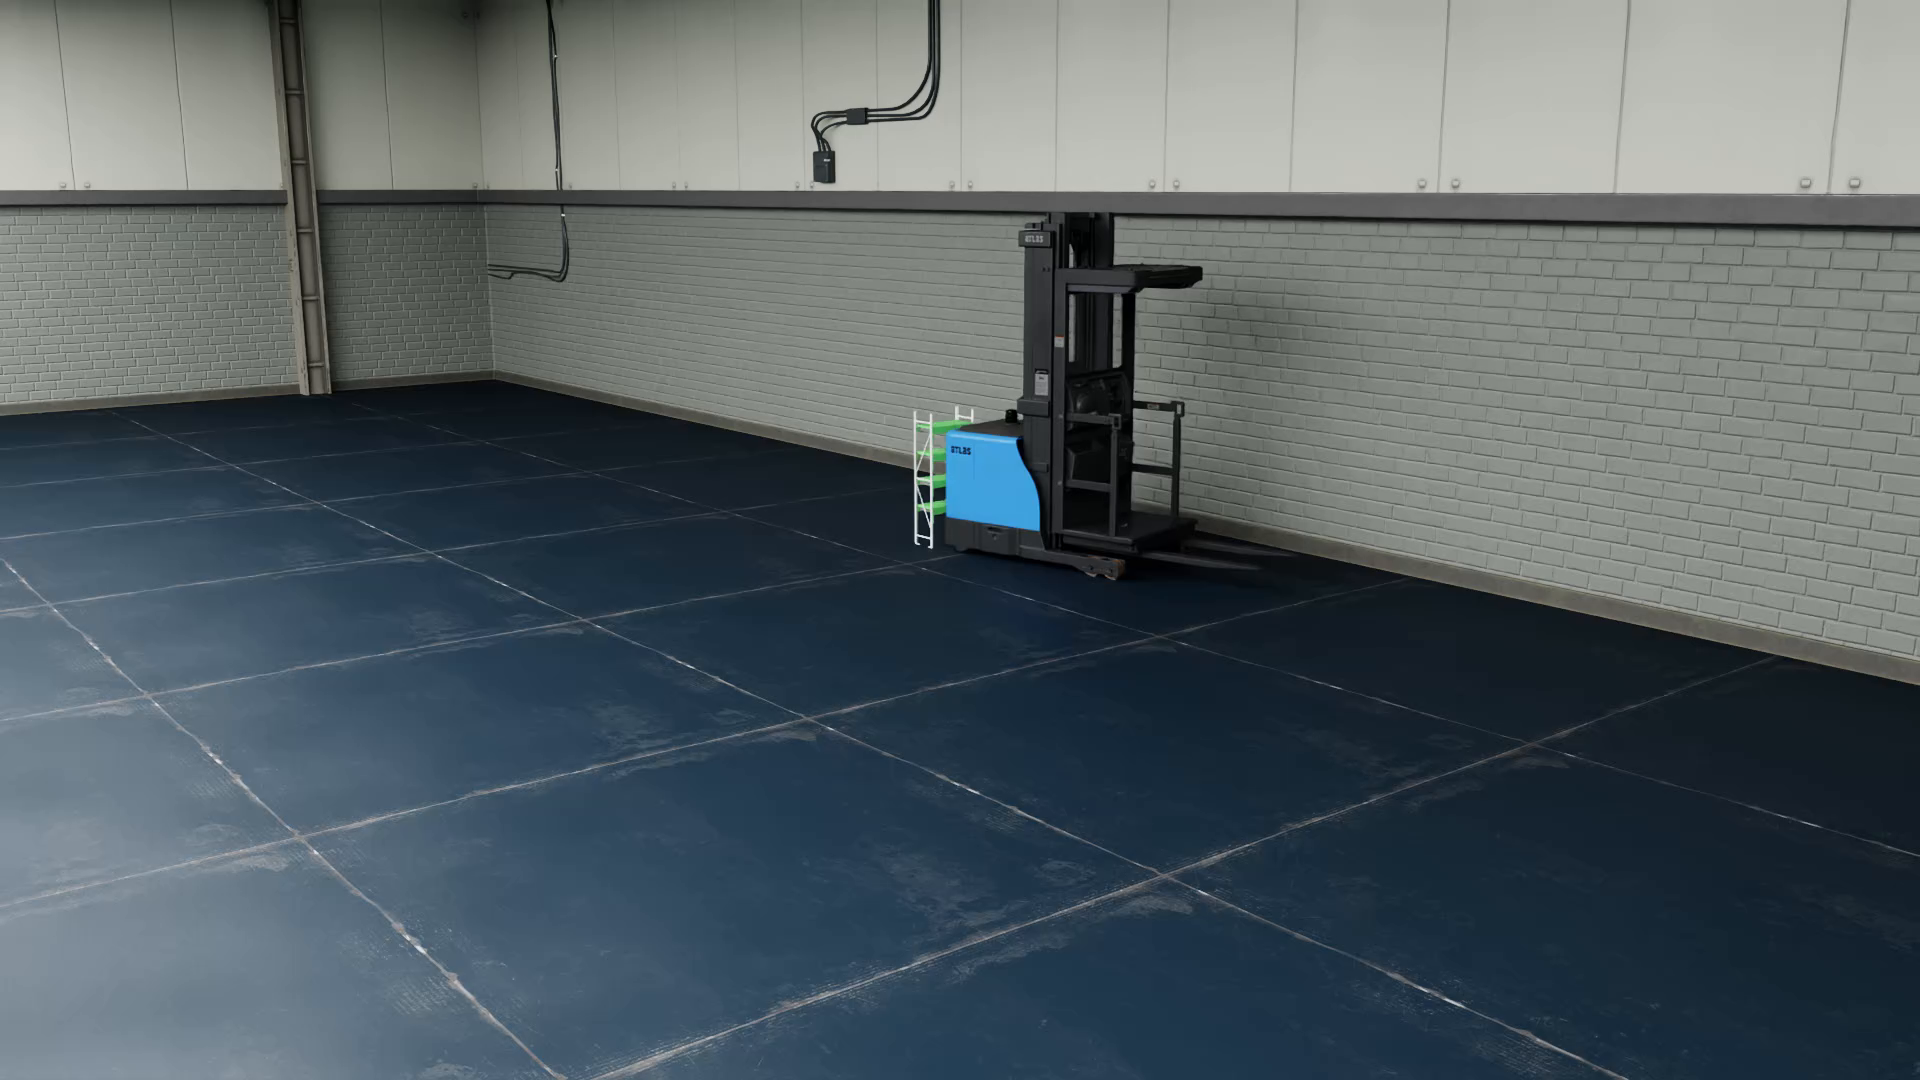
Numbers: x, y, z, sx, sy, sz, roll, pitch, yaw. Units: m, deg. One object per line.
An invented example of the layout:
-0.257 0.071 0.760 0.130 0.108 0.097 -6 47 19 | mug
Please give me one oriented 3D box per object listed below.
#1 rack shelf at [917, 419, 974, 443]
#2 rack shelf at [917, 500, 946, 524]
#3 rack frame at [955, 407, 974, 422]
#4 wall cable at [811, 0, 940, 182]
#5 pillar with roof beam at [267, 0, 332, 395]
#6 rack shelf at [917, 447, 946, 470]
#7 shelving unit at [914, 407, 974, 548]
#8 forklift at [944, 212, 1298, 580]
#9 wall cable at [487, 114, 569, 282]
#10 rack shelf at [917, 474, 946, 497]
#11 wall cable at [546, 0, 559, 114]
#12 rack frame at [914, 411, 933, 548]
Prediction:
-0.140 -0.974 14.823 0.480 0.148 0.258 -10 16 -40 | rack shelf
-0.140 -0.269 14.972 0.480 0.148 0.258 -10 16 -40 | rack shelf
0.044 -0.600 15.067 0.015 1.200 0.240 -10 16 -40 | rack frame
-0.979 -6.973 18.116 0.169 6.003 2.305 -9 15 -38 | wall cable
-7.335 -5.985 21.651 0.400 9.000 9.100 -9 15 -38 | pillar with roof beam
-0.140 -0.739 14.873 0.480 0.148 0.258 -10 16 -40 | rack shelf
-0.140 -0.567 14.909 0.503 1.200 0.258 -10 16 -40 | shelving unit
1.340 -1.232 13.873 3.031 2.935 1.130 9 15 36 | forklift
-6.898 -5.332 26.052 0.112 2.526 3.097 -9 15 -38 | wall cable
-0.140 -0.504 14.922 0.480 0.148 0.258 -10 16 -40 | rack shelf
-5.208 -7.364 23.461 0.112 2.526 3.097 -9 15 -38 | wall cable
-0.323 -0.533 14.752 0.015 1.200 0.240 -10 16 -40 | rack frame
